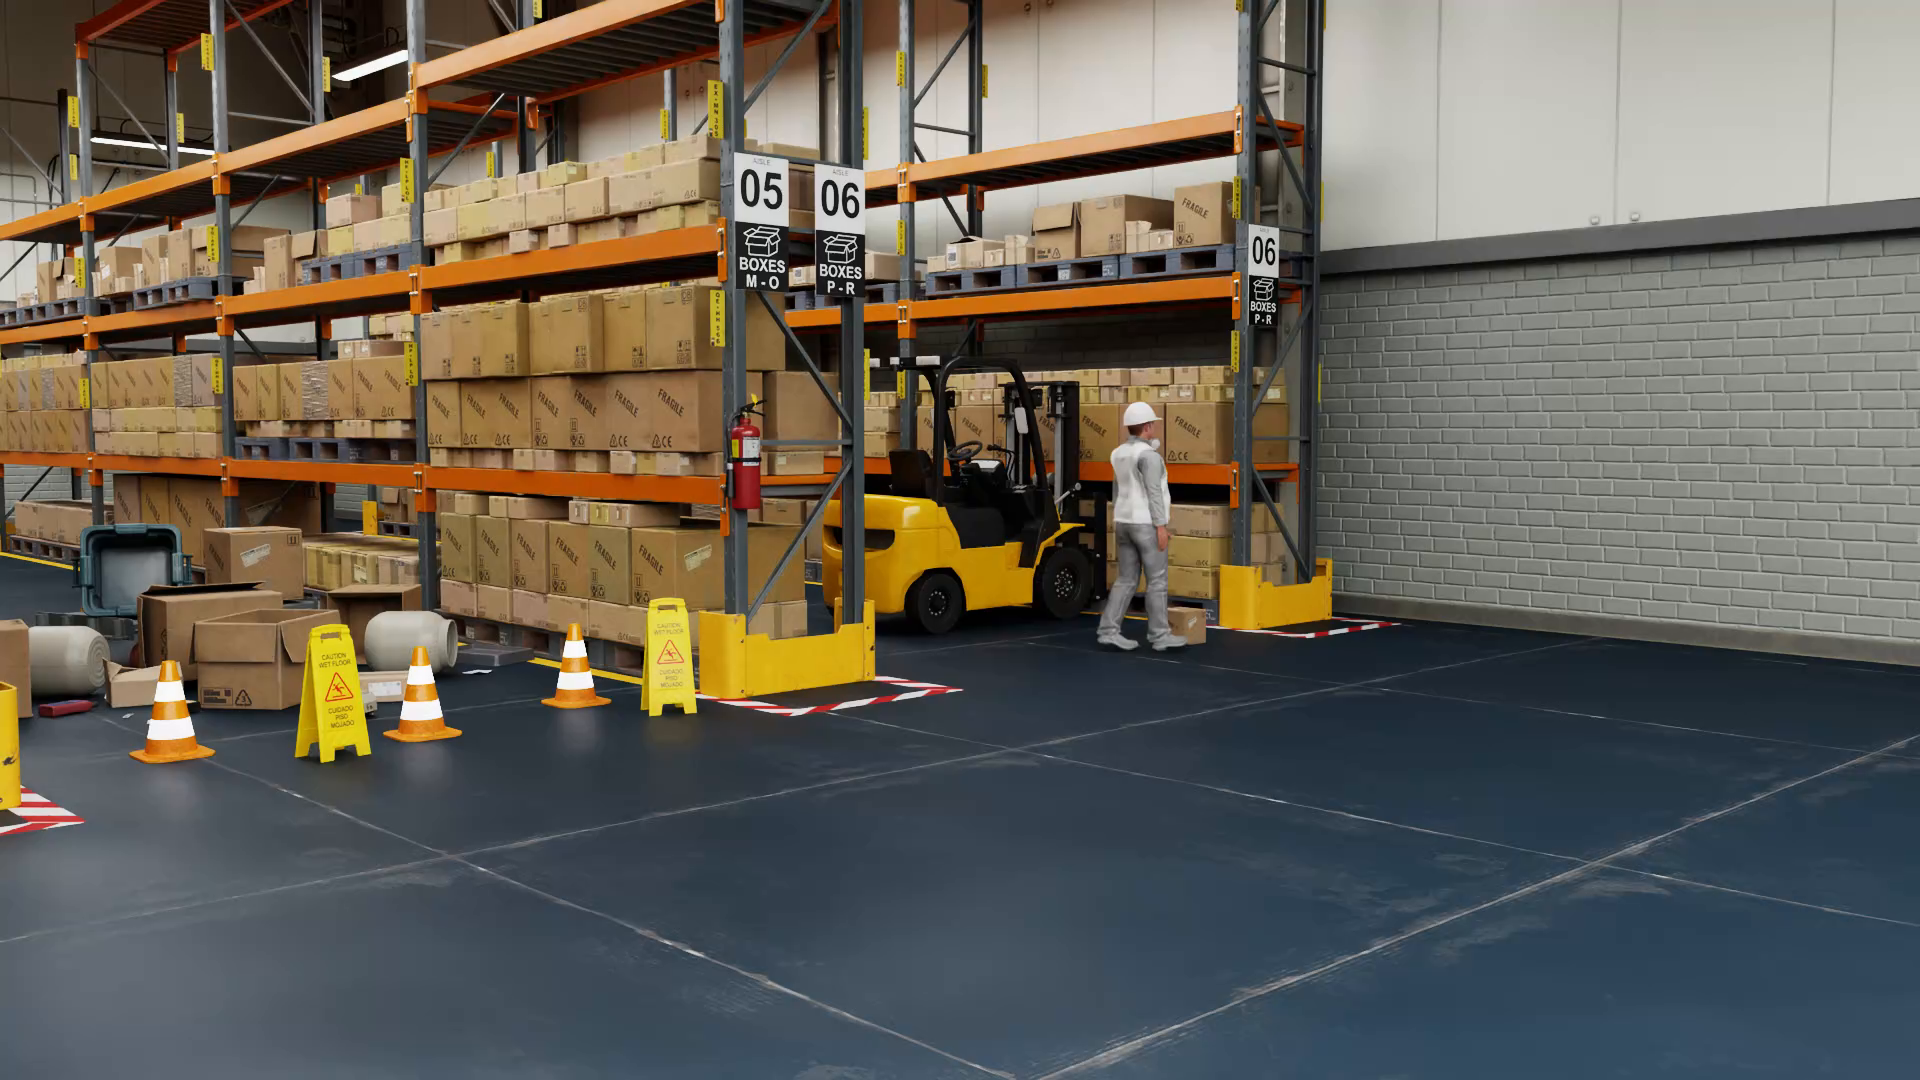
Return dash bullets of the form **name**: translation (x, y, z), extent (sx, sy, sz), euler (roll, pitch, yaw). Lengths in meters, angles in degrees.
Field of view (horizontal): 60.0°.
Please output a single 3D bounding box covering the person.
- **person**: translation (1.329, -0.100, 11.962), extent (0.618, 1.778, 0.547), euler (-2, 4, -28)
